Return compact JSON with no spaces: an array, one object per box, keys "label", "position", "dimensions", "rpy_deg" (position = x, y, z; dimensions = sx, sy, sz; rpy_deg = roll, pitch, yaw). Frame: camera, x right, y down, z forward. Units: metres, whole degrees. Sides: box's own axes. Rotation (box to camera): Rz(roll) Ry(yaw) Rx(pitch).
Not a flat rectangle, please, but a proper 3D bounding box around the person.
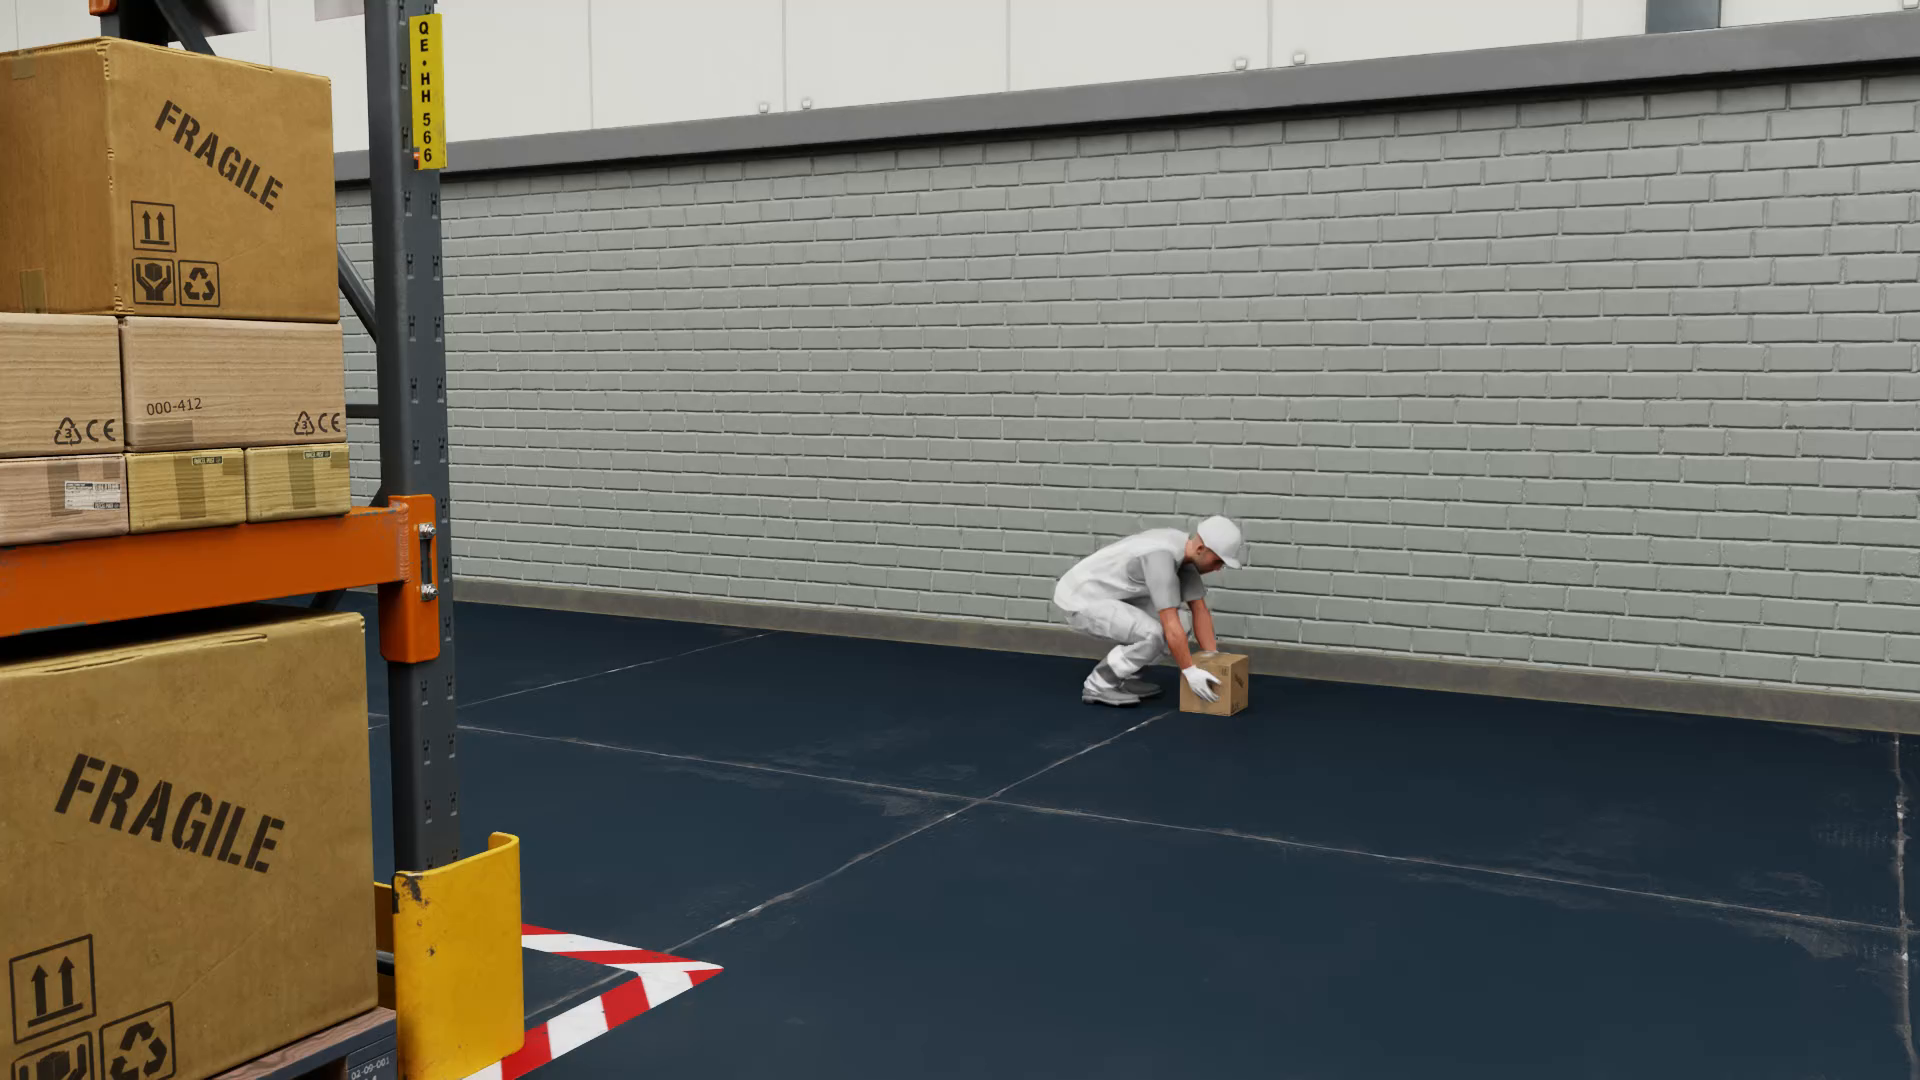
[{"label":"person","position":[0.909,0.330,8.025],"dimensions":[0.886,0.920,0.571],"rpy_deg":[3,7,28]}]
